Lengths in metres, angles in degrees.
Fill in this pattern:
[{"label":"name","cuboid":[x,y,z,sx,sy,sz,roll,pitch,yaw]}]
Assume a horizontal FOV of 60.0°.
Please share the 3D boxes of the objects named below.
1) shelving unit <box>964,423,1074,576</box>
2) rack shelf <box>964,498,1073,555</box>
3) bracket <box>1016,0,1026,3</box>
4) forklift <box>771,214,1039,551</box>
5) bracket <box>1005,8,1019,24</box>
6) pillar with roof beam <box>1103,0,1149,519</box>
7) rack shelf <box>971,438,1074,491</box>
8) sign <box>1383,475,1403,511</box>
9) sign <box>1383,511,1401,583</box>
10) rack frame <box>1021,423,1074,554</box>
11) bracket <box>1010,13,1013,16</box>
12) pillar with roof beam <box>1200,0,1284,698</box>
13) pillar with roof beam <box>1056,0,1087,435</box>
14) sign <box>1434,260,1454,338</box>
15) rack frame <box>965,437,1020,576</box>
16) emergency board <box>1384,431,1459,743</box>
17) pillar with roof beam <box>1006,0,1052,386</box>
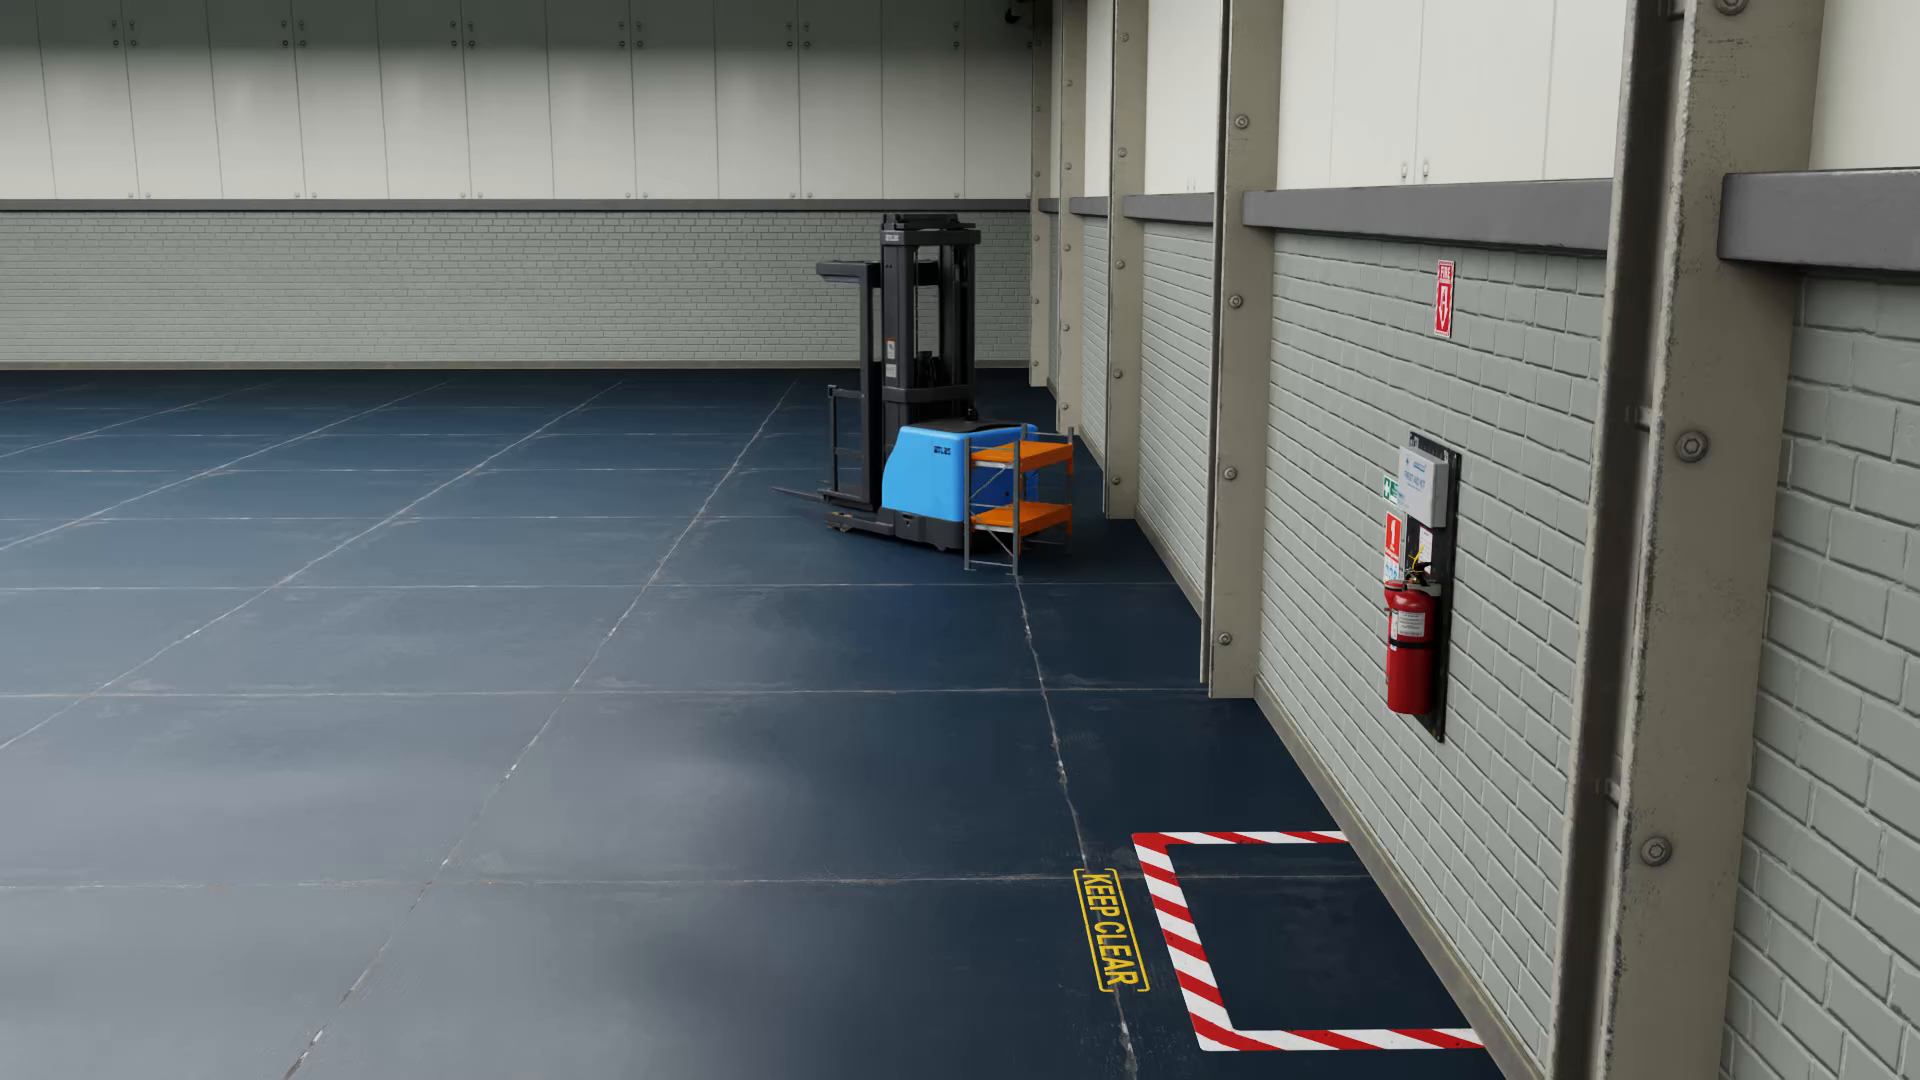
[{"label":"shelving unit","cuboid":[0.515,-0.366,14.223,0.538,1.125,1.048,6,13,29]},{"label":"rack shelf","cuboid":[0.515,-0.126,14.272,0.538,0.278,1.000,6,13,29]},{"label":"bracket","cuboid":[0.993,-8.721,26.551,0.235,0.232,0.430,0,11,-1]},{"label":"forklift","cuboid":[-0.642,-1.571,15.620,1.130,2.935,3.031,-10,15,-41]},{"label":"bracket","cuboid":[0.927,-9.357,29.686,0.235,0.232,0.430,0,11,-1]},{"label":"pillar with roof beam","cuboid":[-2.716,-4.638,15.477,9.100,9.000,0.400,0,11,-1]},{"label":"rack shelf","cuboid":[0.515,-0.652,14.165,0.538,0.278,1.000,6,13,29]},{"label":"sign","cuboid":[1.906,-0.208,7.308,0.001,0.109,0.331,0,11,-1]},{"label":"sign","cuboid":[1.914,0.051,7.366,0.001,0.329,0.234,0,11,-1]},{"label":"rack frame","cuboid":[0.764,-0.454,14.657,0.500,1.125,0.032,6,13,29]},{"label":"bracket","cuboid":[0.939,-9.240,29.107,0.076,0.066,3.189,0,11,-1]},{"label":"pillar with roof beam","cuboid":[-2.592,-3.445,9.598,9.100,9.000,0.400,0,11,-1]},{"label":"pillar with roof beam","cuboid":[-2.840,-5.830,21.356,9.100,9.000,0.400,0,11,-1]},{"label":"sign","cuboid":[1.922,-0.959,6.605,0.001,0.298,0.199,0,11,-1]},{"label":"rack frame","cuboid":[0.265,-0.278,13.789,0.500,1.125,0.032,6,13,29]},{"label":"emergency board","cuboid":[1.823,0.179,6.825,0.194,1.169,0.643,0,11,-1]},{"label":"pillar with roof beam","cuboid":[-2.964,-7.023,27.235,9.100,9.000,0.548,0,11,-1]}]
